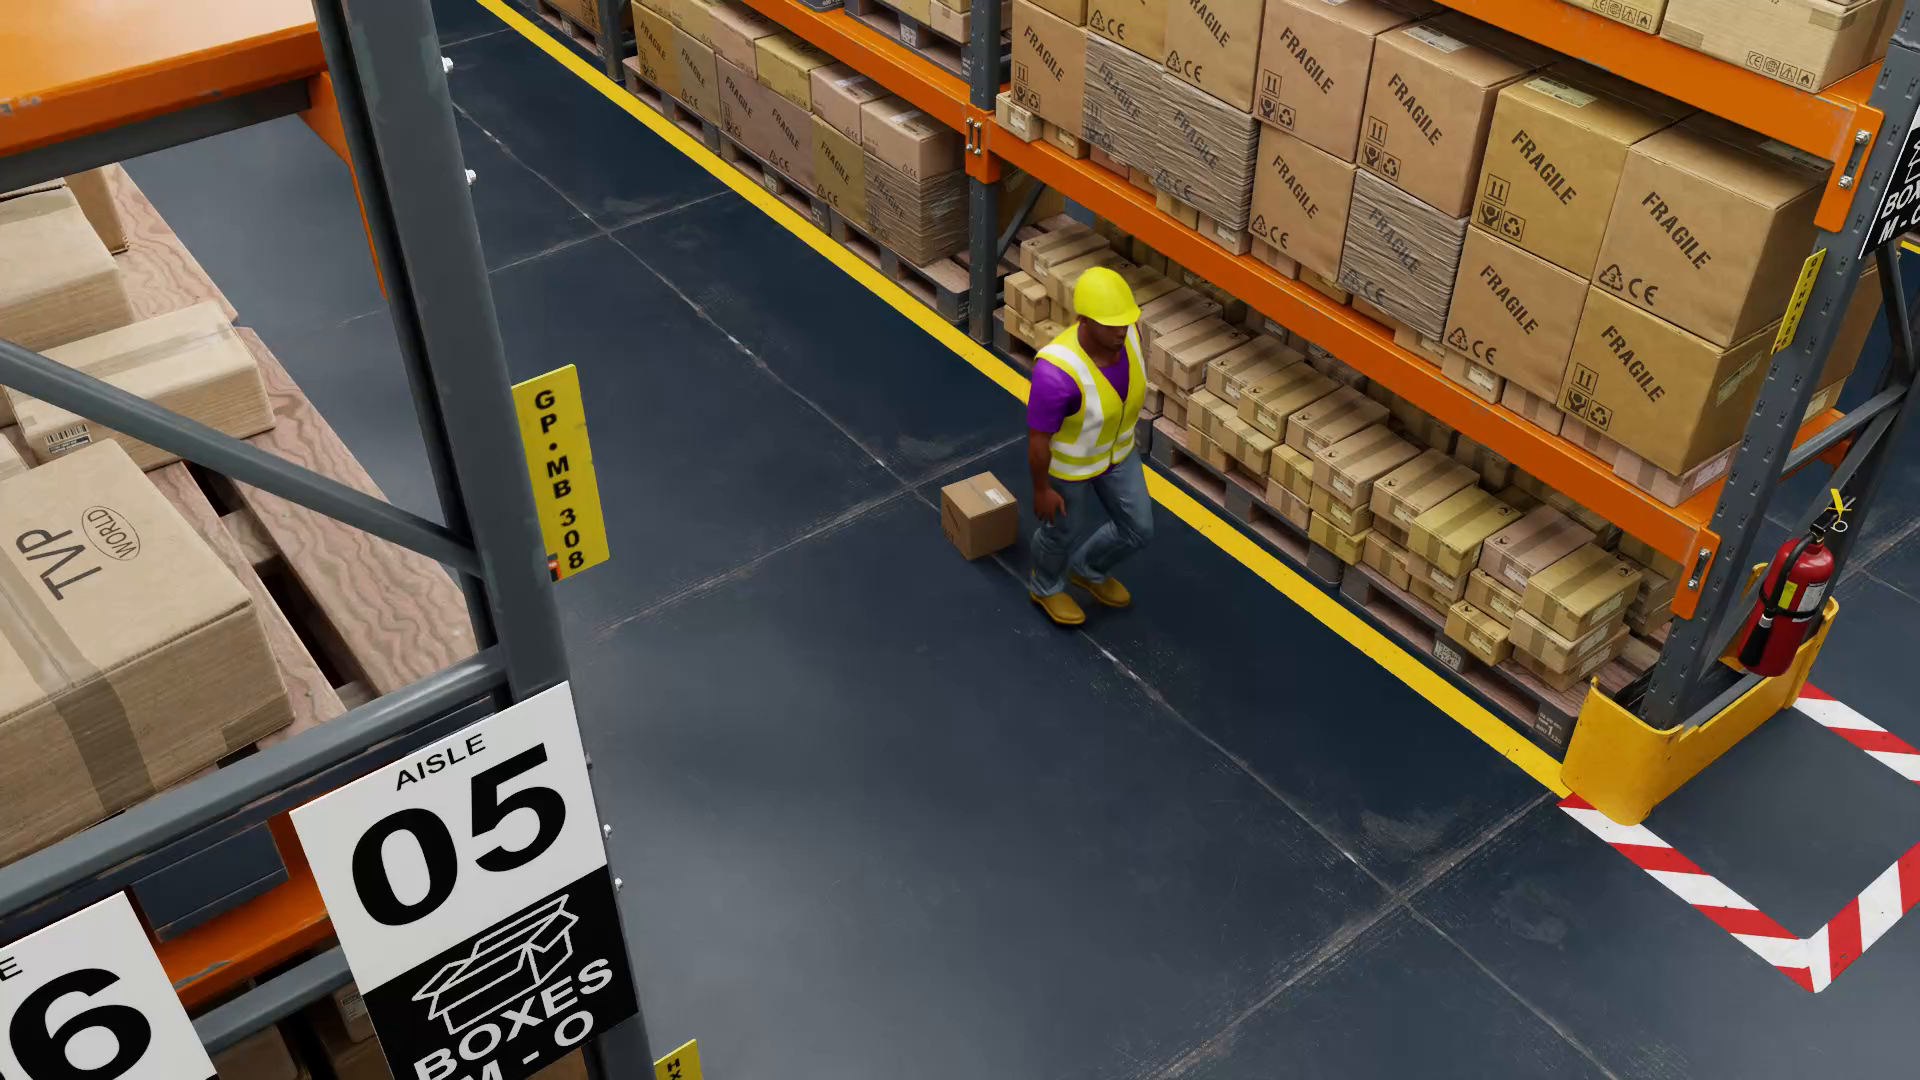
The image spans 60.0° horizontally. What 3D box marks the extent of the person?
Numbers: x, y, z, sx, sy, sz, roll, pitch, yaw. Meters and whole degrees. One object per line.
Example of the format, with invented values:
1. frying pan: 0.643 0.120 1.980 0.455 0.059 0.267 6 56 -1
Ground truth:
1. person: 0.477 -0.334 6.506 0.609 1.744 0.523 -28 48 -30
